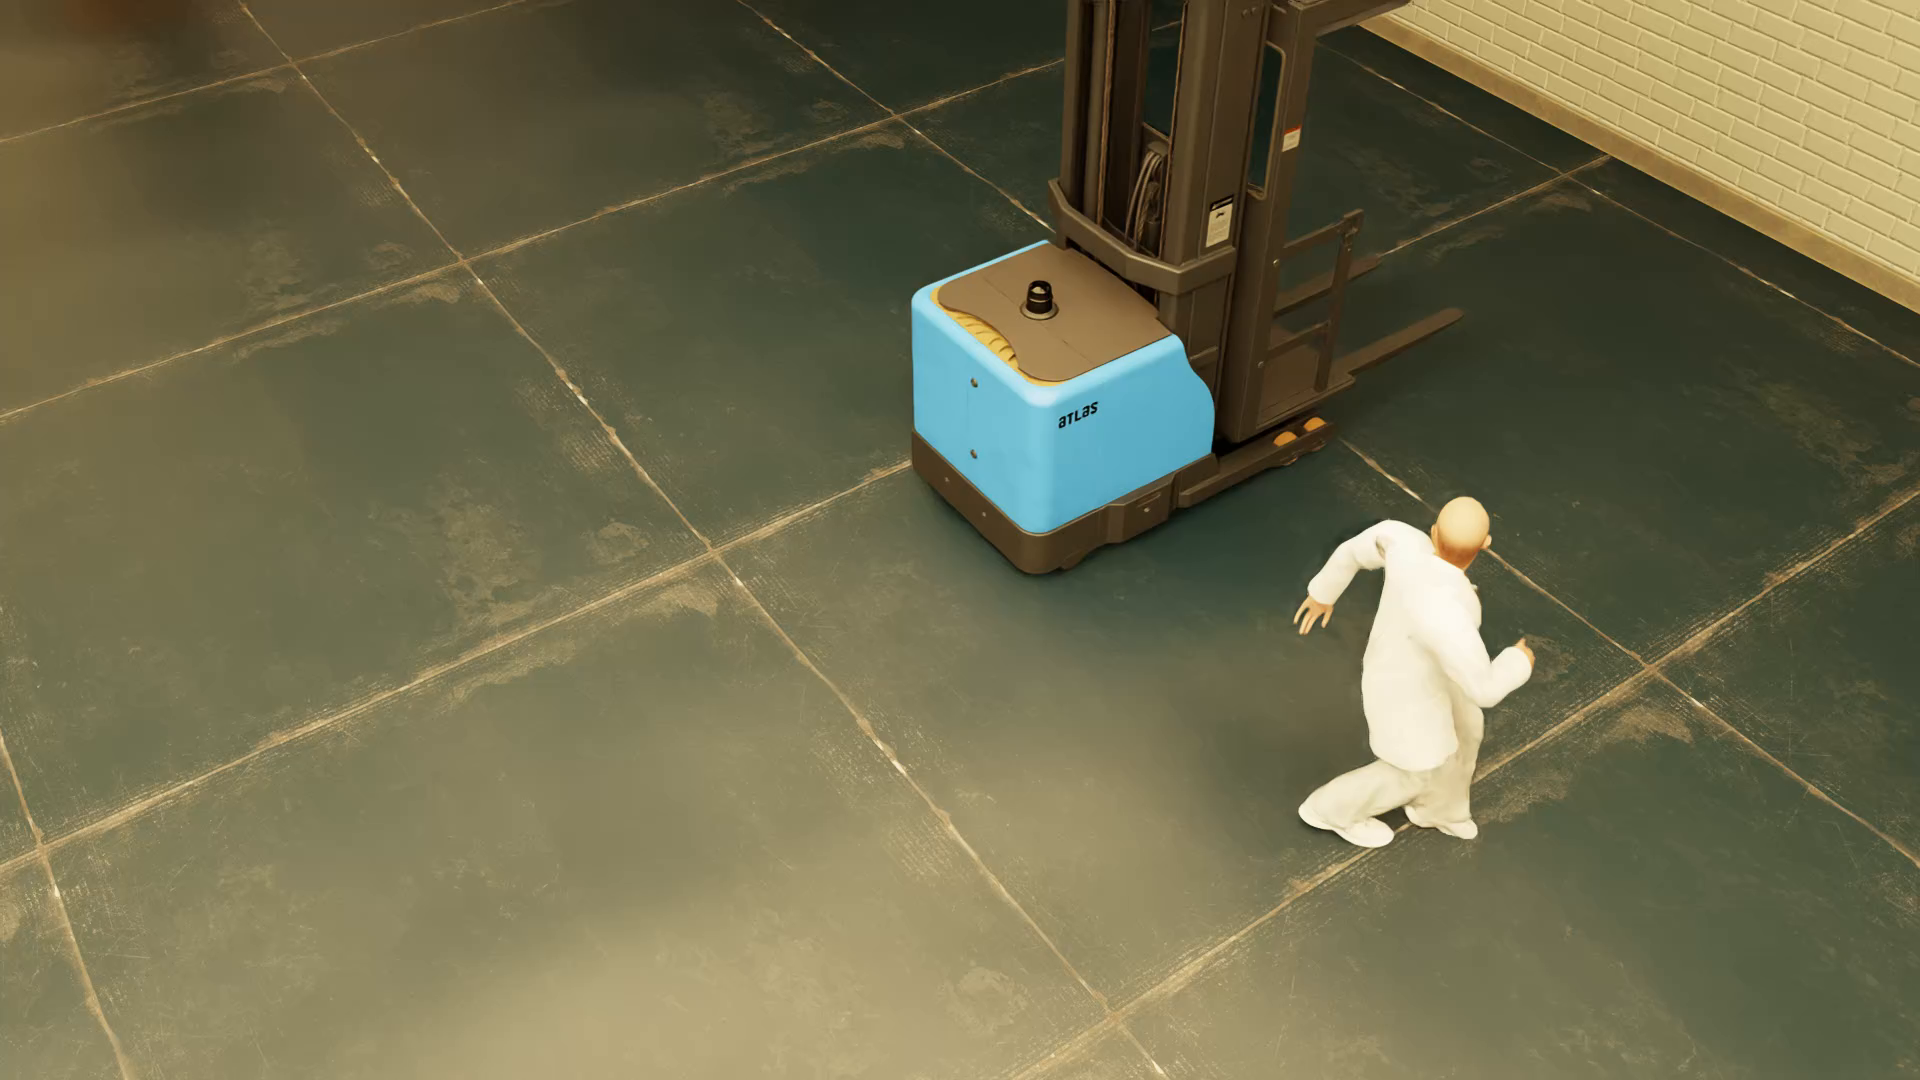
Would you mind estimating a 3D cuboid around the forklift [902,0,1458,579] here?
[{"bbox_3d":[1.222,-1.700,7.560,3.031,2.935,1.130,-25,48,-25],"label":"forklift"}]

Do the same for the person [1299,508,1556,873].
[{"bbox_3d":[1.753,0.566,6.039,1.009,1.731,0.613,10,44,11],"label":"person"}]
